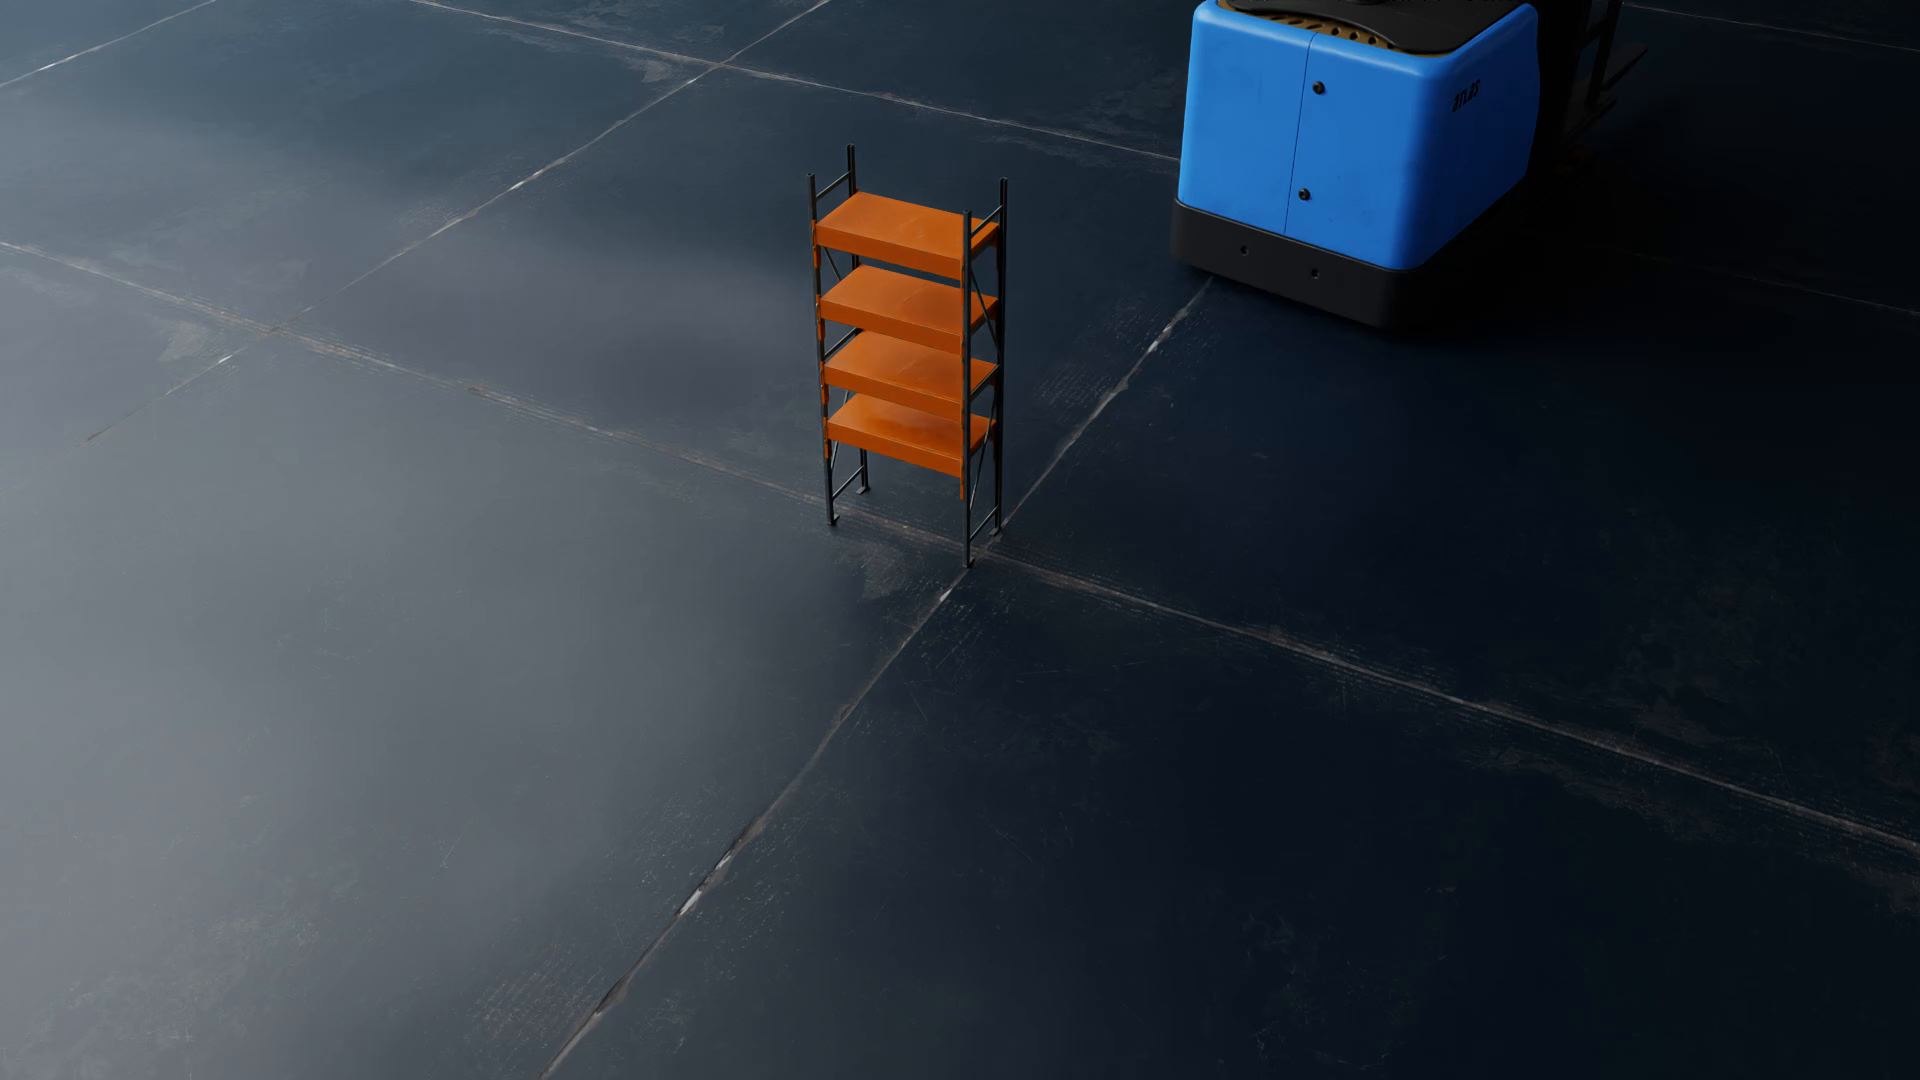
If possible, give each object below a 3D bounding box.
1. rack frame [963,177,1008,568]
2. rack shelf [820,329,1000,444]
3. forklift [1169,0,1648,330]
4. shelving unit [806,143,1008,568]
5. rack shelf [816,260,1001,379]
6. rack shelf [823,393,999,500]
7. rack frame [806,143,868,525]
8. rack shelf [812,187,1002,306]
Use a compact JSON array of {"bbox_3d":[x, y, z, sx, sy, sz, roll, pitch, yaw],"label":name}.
[{"bbox_3d":[0.070,-0.456,4.858,0.015,1.200,0.240,17,41,21],"label":"rack frame"},{"bbox_3d":[-0.147,-0.470,4.989,0.480,0.148,0.258,17,41,21],"label":"rack shelf"},{"bbox_3d":[2.132,-2.779,6.487,1.130,2.935,3.031,25,44,29],"label":"forklift"},{"bbox_3d":[-0.147,-0.524,4.948,0.503,1.200,0.258,17,41,21],"label":"shelving unit"},{"bbox_3d":[-0.147,-0.649,4.853,0.480,0.148,0.258,17,41,21],"label":"rack shelf"},{"bbox_3d":[-0.147,-0.312,5.109,0.480,0.148,0.258,17,41,21],"label":"rack shelf"},{"bbox_3d":[-0.364,-0.592,5.037,0.015,1.200,0.240,17,41,21],"label":"rack frame"},{"bbox_3d":[-0.147,-0.837,4.710,0.480,0.148,0.258,17,41,21],"label":"rack shelf"}]
